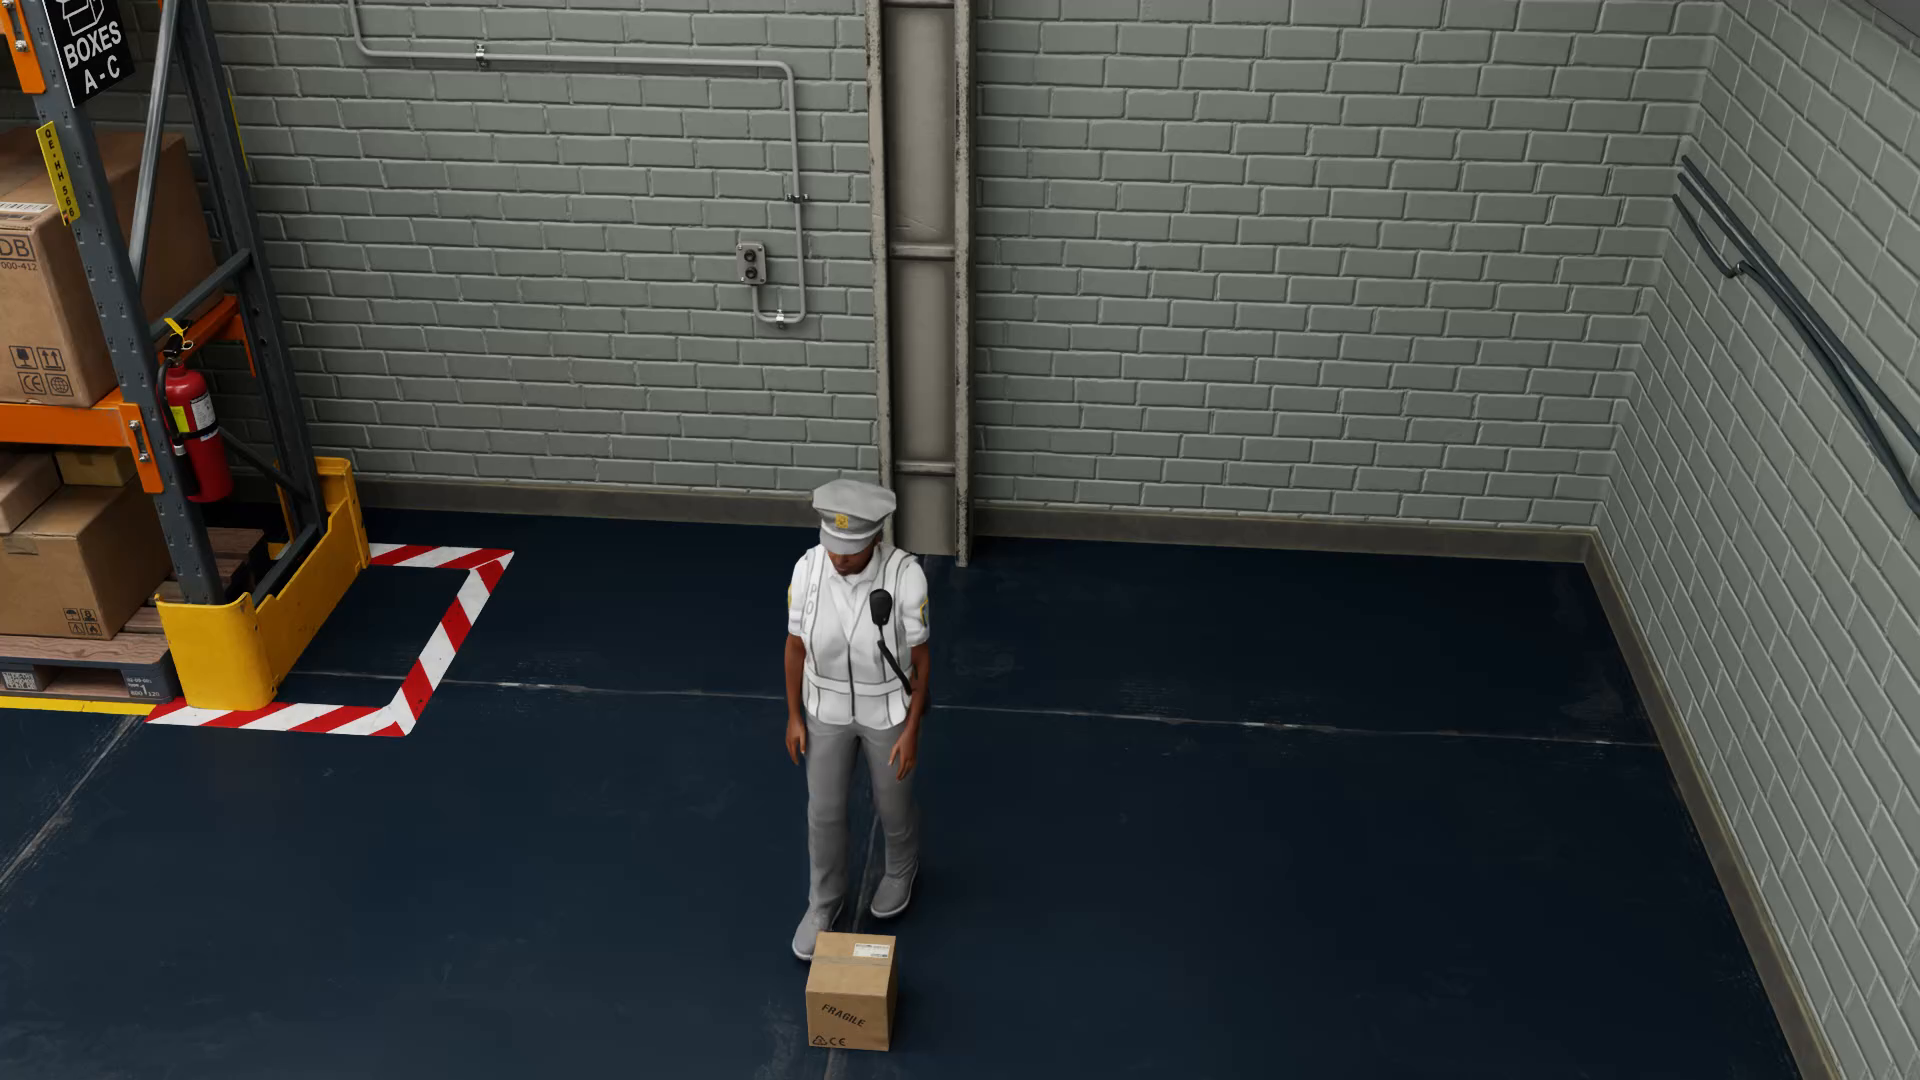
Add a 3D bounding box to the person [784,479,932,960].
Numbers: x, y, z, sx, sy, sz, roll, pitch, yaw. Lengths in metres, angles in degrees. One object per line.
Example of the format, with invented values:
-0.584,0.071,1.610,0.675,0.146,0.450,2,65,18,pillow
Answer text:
-0.323,0.568,5.216,0.463,1.668,0.505,6,33,9,person
